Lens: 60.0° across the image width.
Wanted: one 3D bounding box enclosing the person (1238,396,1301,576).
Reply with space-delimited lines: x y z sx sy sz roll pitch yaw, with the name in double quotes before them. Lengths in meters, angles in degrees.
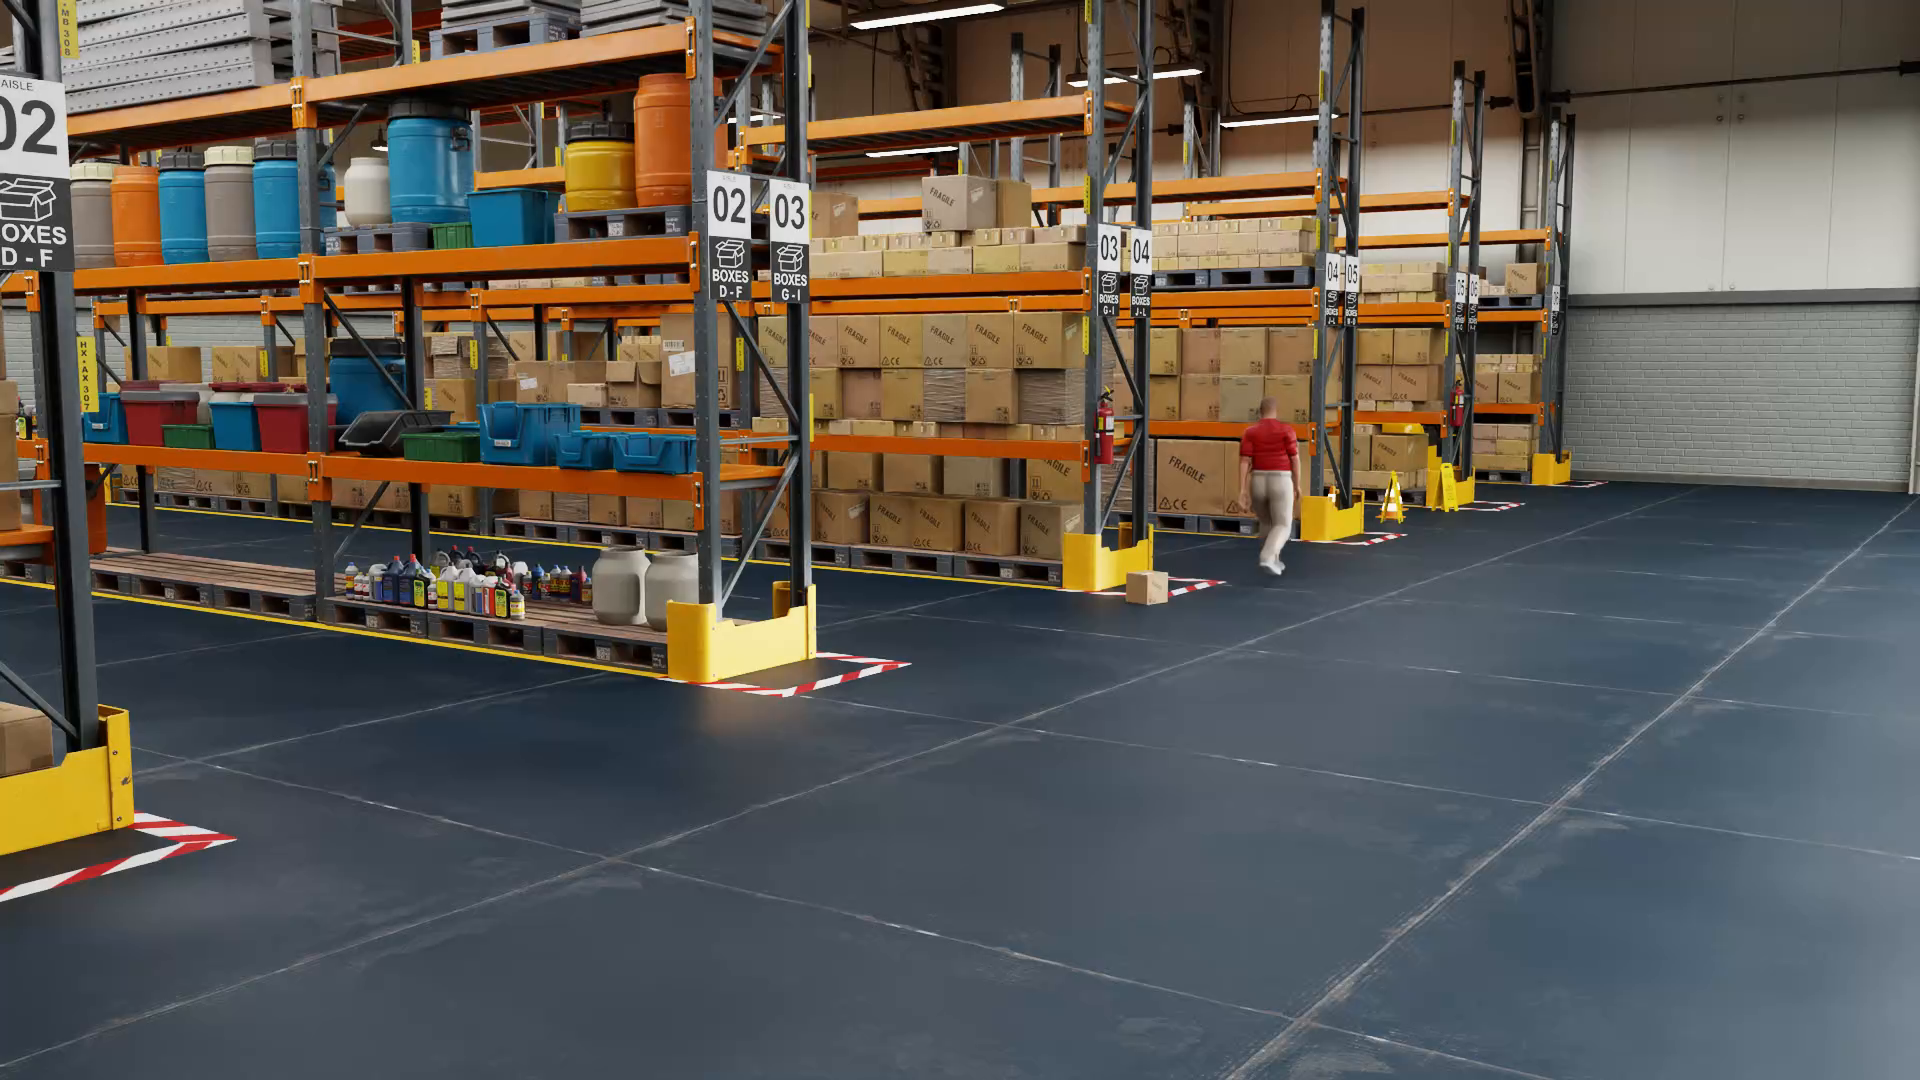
"person" 2.848 -0.486 15.313 0.530 1.673 1.030 4 7 31
